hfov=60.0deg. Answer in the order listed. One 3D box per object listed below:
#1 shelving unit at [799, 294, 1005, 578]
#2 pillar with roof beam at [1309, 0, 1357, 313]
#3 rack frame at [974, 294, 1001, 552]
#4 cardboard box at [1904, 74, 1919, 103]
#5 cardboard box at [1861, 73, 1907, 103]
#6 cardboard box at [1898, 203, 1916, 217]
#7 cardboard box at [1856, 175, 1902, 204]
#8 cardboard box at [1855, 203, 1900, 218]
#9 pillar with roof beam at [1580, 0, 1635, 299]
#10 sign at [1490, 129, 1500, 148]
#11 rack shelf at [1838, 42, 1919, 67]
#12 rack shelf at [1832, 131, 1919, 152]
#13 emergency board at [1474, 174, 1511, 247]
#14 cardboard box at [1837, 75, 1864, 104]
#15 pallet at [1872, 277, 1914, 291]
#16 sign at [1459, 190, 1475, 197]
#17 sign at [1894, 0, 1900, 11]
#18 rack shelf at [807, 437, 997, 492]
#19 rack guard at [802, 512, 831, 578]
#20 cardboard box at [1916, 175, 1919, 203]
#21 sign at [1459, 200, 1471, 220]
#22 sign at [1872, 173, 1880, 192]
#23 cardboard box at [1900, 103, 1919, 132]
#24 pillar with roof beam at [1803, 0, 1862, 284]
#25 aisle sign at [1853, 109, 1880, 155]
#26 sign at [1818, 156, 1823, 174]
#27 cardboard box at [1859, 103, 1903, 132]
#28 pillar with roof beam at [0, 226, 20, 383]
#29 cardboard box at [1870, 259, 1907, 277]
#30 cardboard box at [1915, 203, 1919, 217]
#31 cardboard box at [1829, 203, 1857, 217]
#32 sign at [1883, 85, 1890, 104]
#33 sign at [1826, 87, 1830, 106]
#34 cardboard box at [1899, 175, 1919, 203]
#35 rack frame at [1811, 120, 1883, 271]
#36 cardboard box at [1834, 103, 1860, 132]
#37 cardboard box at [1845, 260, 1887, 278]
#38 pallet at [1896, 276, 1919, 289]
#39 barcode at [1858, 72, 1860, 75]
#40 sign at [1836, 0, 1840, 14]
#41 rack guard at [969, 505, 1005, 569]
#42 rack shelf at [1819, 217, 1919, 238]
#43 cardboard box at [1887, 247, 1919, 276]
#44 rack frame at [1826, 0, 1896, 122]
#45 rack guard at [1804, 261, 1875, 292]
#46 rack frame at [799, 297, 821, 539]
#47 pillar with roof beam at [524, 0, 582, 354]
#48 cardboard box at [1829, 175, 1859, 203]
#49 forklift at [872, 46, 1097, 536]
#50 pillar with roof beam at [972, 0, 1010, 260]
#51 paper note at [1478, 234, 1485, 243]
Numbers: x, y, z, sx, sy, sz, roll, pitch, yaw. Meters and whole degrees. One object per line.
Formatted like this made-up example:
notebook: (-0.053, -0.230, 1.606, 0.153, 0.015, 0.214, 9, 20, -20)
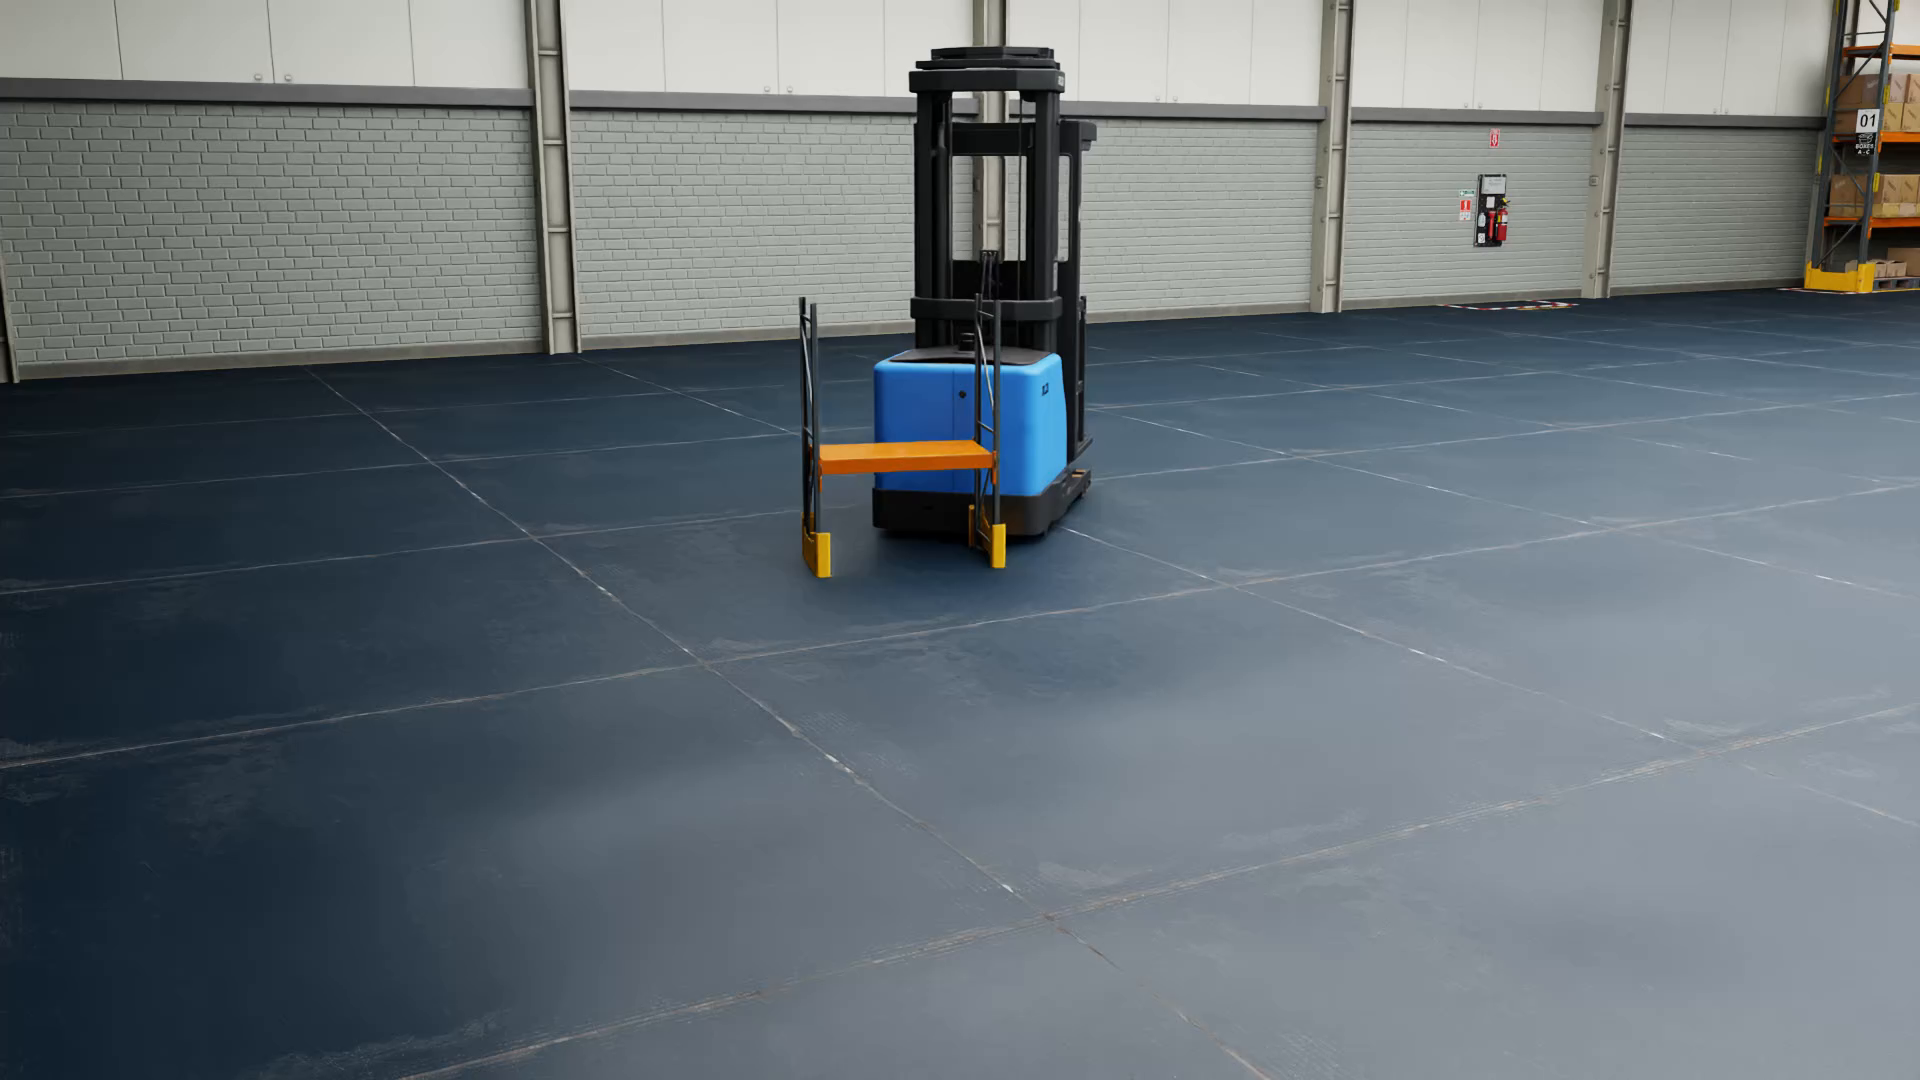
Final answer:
shelving unit: (-0.332, -0.610, 9.404, 1.083, 1.500, 0.587, -3, 13, -13)
pillar with roof beam: (7.746, -7.113, 21.221, 0.400, 9.000, 9.100, -7, 14, -28)
rack frame: (0.155, -0.634, 9.512, 0.032, 1.500, 0.500, -3, 13, -13)
cardboard box: (16.935, -8.085, 29.819, 0.500, 0.500, 0.500, -7, 14, -29)
cardboard box: (16.470, -8.042, 29.628, 0.500, 0.500, 0.500, -8, 15, -32)
cardboard box: (17.045, -6.022, 30.333, 0.500, 0.250, 0.500, -7, 15, -30)
cardboard box: (16.579, -6.333, 30.005, 0.500, 0.500, 0.500, -7, 14, -28)
cardboard box: (16.596, -5.965, 30.078, 0.500, 0.250, 0.500, -7, 15, -29)
pillar with roof beam: (13.012, -7.744, 24.026, 0.400, 9.000, 9.100, -7, 14, -28)
sign: (8.707, -6.544, 27.075, 0.199, 0.298, 0.001, -7, 14, -28)
rack shelf: (17.771, -8.823, 30.463, 4.000, 0.370, 1.077, -7, 14, -28)
rack shelf: (17.771, -7.361, 30.792, 4.000, 0.370, 1.077, -7, 14, -28)
emergency board: (8.762, -5.395, 27.248, 0.643, 1.169, 0.194, -7, 14, -28)
cardboard box: (16.269, -8.144, 30.081, 0.500, 0.500, 0.500, -6, 14, -25)
pallet: (16.813, -4.764, 30.799, 1.213, 0.211, 1.003, -7, 14, -28)
sign: (8.236, -5.631, 27.011, 0.331, 0.109, 0.001, -7, 14, -28)
sign: (16.276, -9.355, 28.873, 0.005, 0.325, 0.100, -7, 14, -28)
rack shelf: (-0.340, -0.434, 9.441, 1.000, 0.185, 0.538, -3, 13, -13)
rack guard: (-0.817, 0.024, 9.433, 0.087, 0.250, 0.587, -3, 13, -13)
cardboard box: (17.474, -6.436, 30.464, 0.500, 0.500, 0.500, -7, 15, -30)
sign: (8.227, -5.374, 27.074, 0.234, 0.329, 0.001, -7, 14, -28)
sign: (16.276, -6.356, 29.548, 0.005, 0.325, 0.100, -7, 14, -28)
cardboard box: (16.918, -7.597, 29.928, 0.500, 0.500, 0.500, -6, 14, -24)
pillar with roof beam: (18.279, -8.376, 26.830, 0.400, 9.000, 9.100, -7, 14, -28)
aisle sign: (16.096, -7.241, 29.532, 0.004, 0.787, 0.394, -7, 14, -28)
sign: (15.768, -6.866, 30.430, 0.005, 0.325, 0.100, -7, 14, -28)
cardboard box: (16.429, -7.547, 29.707, 0.500, 0.500, 0.500, -6, 14, -26)
pillar with roof beam: (-8.053, -5.220, 12.807, 0.400, 9.000, 9.100, -7, 14, -28)
cardboard box: (17.167, -5.056, 30.867, 0.500, 0.311, 0.500, -6, 14, -23)
cardboard box: (17.495, -6.075, 30.566, 0.500, 0.250, 0.500, -7, 15, -29)
cardboard box: (16.333, -6.061, 30.506, 0.500, 0.250, 0.500, -7, 14, -27)
sign: (16.276, -7.823, 29.218, 0.005, 0.325, 0.100, -7, 14, -28)
sign: (15.768, -8.043, 30.166, 0.005, 0.325, 0.100, -7, 14, -28)
cardboard box: (17.018, -6.383, 30.228, 0.500, 0.500, 0.500, -7, 14, -28)
rack frame: (16.016, -6.038, 30.108, 0.127, 3.000, 1.000, -7, 14, -28)
cardboard box: (16.261, -7.653, 30.177, 0.500, 0.500, 0.500, -6, 14, -24)
cardboard box: (16.666, -4.996, 30.601, 0.500, 0.311, 0.500, -9, 15, -34)
pallet: (17.882, -4.892, 31.365, 1.213, 0.211, 1.003, -7, 14, -28)
barcode: (16.400, -8.502, 30.352, 0.075, 0.075, 0.001, -7, 14, -28)
sign: (15.768, -9.607, 29.814, 0.005, 0.325, 0.100, -7, 14, -28)
rack guard: (0.154, -0.025, 9.649, 0.087, 0.250, 0.587, -3, 13, -13)
rack shelf: (17.771, -5.898, 31.122, 4.000, 0.370, 1.077, -7, 14, -28)
cardboard box: (17.835, -5.216, 31.147, 0.500, 0.500, 0.700, -8, 15, -31)
rack frame: (16.016, -8.965, 29.449, 0.127, 3.000, 1.000, -7, 14, -28)
rack guard: (16.083, -4.827, 30.418, 0.348, 0.500, 1.175, -7, 14, -28)
rack frame: (-0.836, -0.585, 9.292, 0.032, 1.500, 0.500, -3, 13, -13)
pillar with roof beam: (-2.787, -5.851, 15.612, 0.400, 9.000, 9.100, -7, 14, -28)
cardboard box: (16.328, -6.431, 30.442, 0.500, 0.500, 0.500, -7, 14, -28)
forklift: (0.296, -1.730, 11.119, 1.130, 2.935, 3.031, 3, 13, 13)
pillar with roof beam: (2.479, -6.482, 18.416, 0.400, 9.000, 9.100, -7, 14, -28)
paper note: (8.574, -4.960, 27.321, 0.142, 0.148, 0.016, -7, 14, -28)
